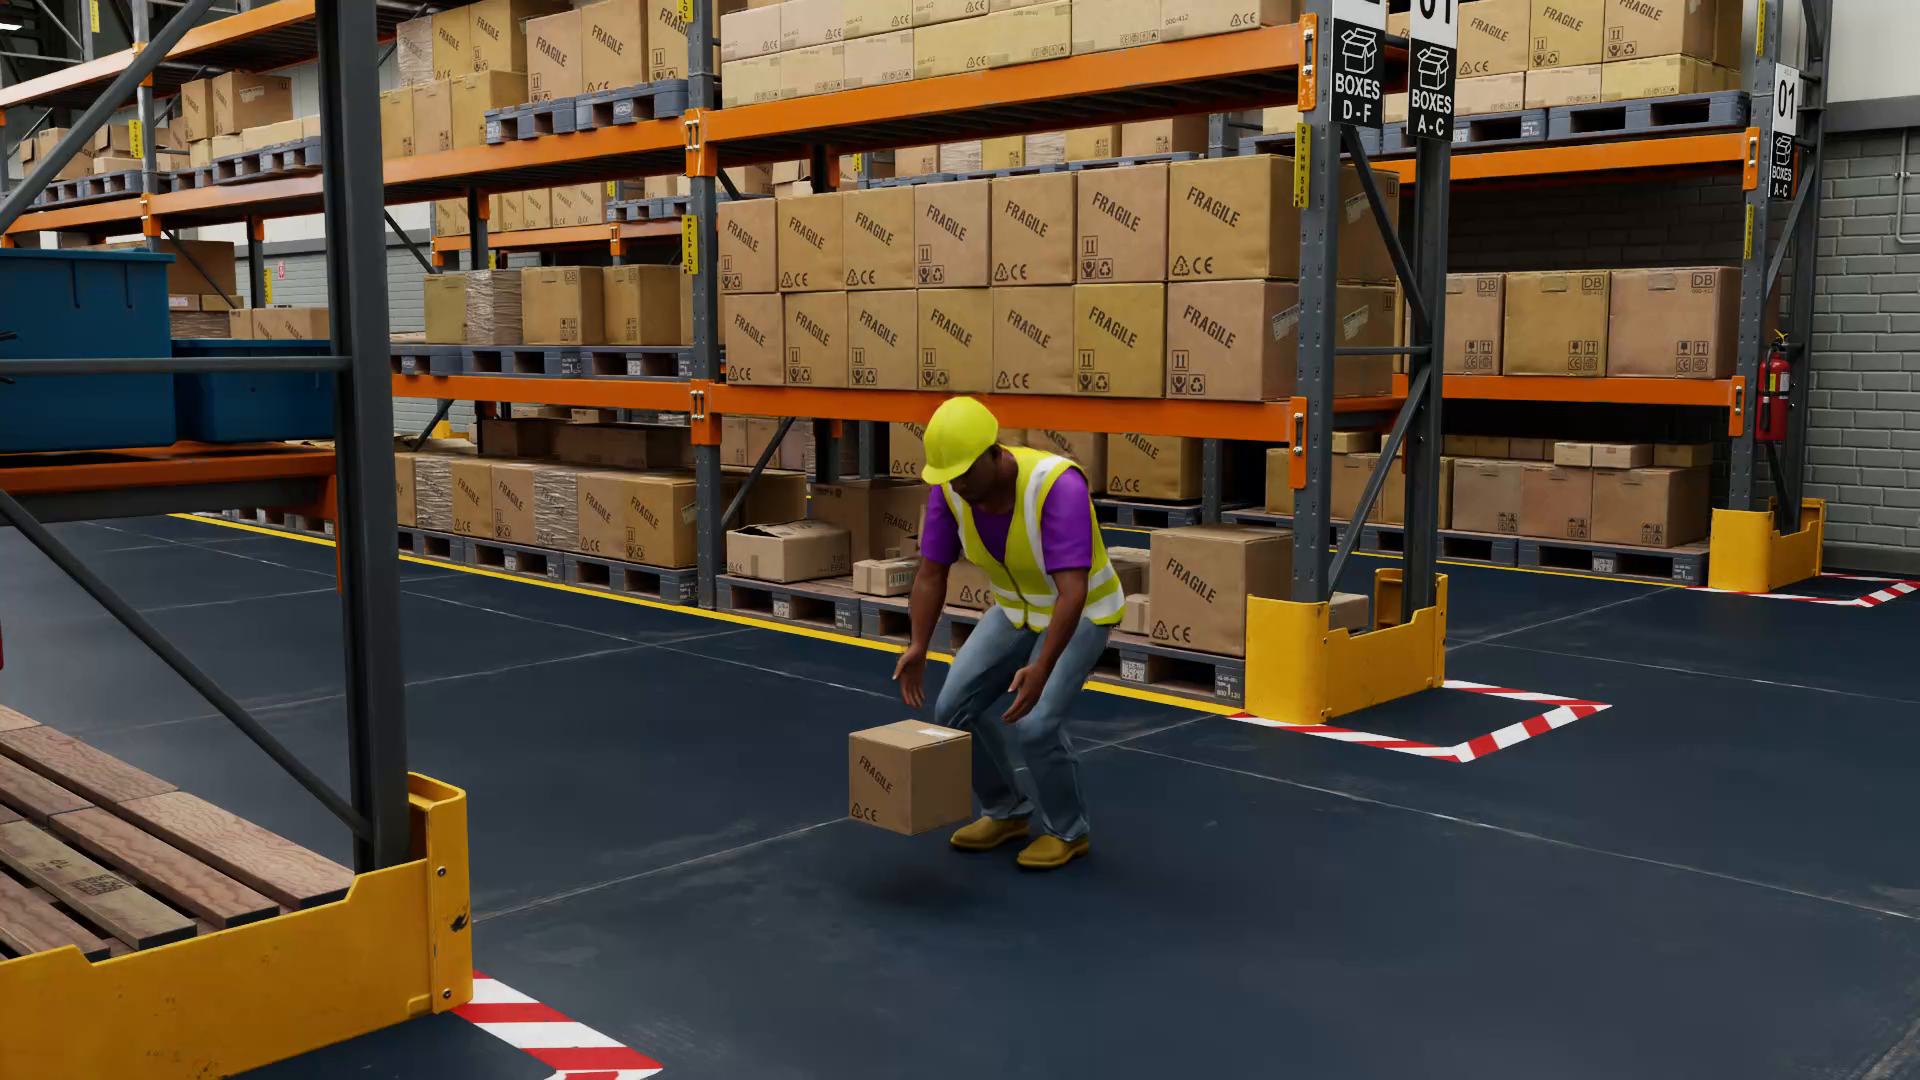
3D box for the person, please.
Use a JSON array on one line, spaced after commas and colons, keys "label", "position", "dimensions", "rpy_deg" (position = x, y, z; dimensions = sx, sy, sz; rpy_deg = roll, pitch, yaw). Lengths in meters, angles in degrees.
[{"label": "person", "position": [-5.974, -0.281, 9.440], "dimensions": [15.757, 1.405, 2.793], "rpy_deg": [7, 10, 43]}]
